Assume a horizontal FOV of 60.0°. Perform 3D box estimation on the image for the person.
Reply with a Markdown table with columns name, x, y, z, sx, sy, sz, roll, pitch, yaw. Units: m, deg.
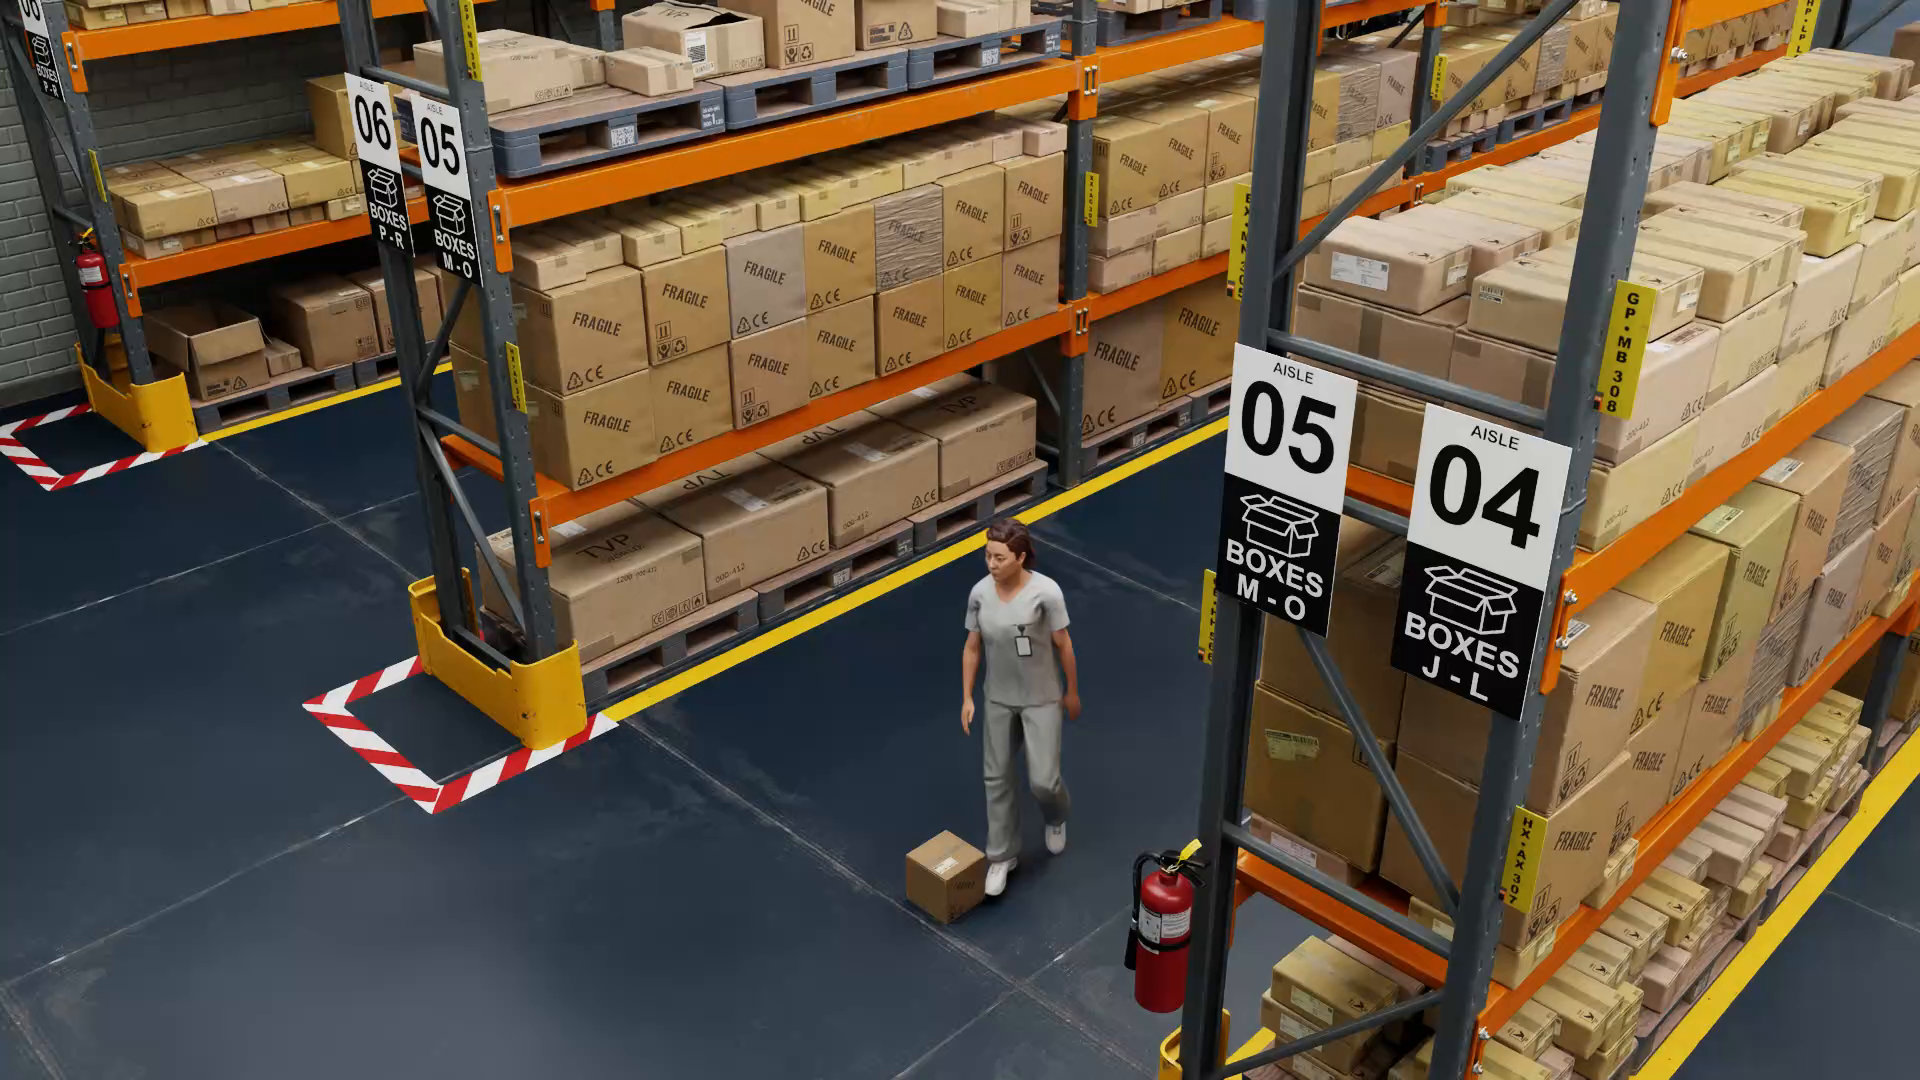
| name | x | y | z | sx | sy | sz | roll | pitch | yaw |
| --- | --- | --- | --- | --- | --- | --- | --- | --- | --- |
| person | 0.226 | 0.726 | 7.231 | 0.536 | 1.665 | 0.592 | 13 | 31 | 23 |
